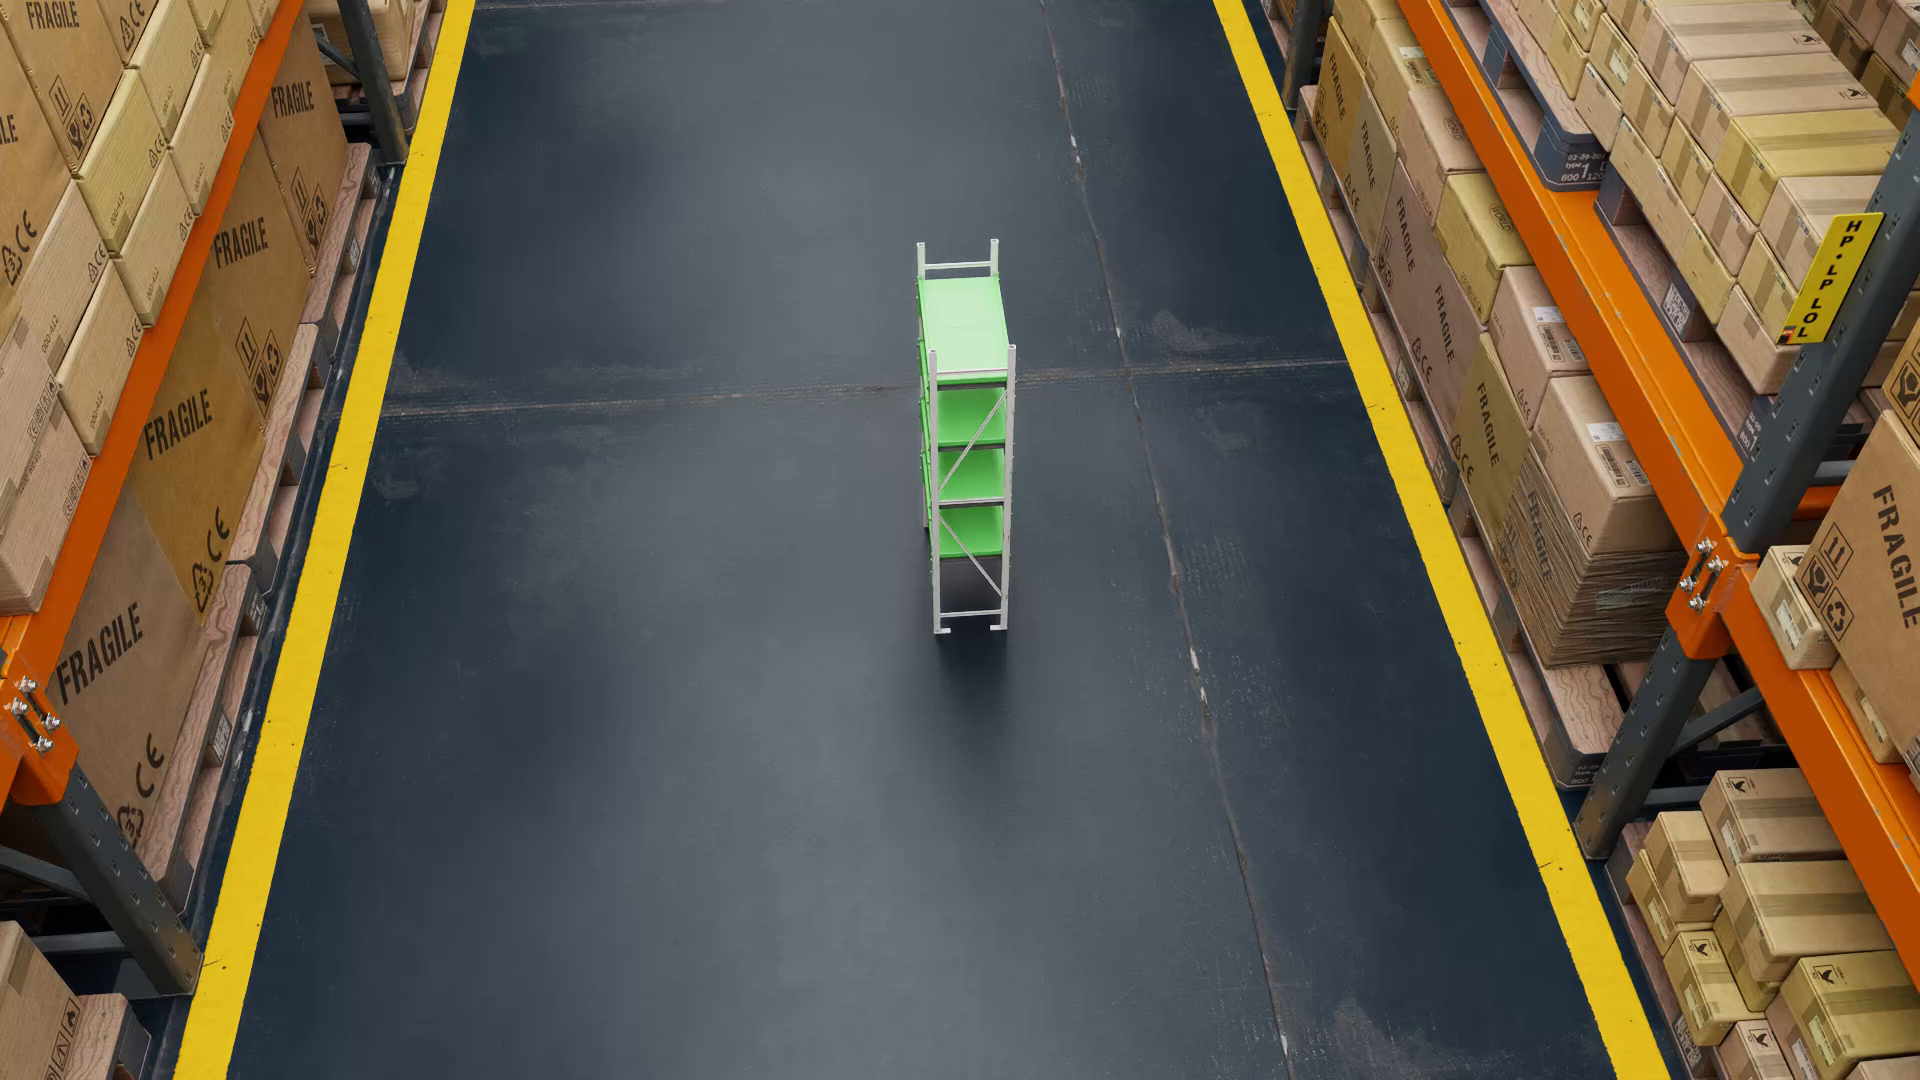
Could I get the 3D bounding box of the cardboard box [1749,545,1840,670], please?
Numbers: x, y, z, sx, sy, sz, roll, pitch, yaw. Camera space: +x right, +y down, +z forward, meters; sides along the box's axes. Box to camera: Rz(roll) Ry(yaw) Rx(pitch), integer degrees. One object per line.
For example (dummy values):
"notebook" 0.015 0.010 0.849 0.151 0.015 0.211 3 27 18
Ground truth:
"cardboard box" 2.019 0.145 3.720 0.380 0.149 0.250 -2 47 -2

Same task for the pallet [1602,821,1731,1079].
"pallet" 2.413 1.276 4.396 1.003 0.211 1.213 -3 47 -3

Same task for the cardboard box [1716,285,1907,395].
"cardboard box" 2.091 -0.500 4.041 0.380 0.149 0.250 -4 47 -4

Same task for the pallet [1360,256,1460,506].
"pallet" 2.149 -0.656 6.226 1.003 0.211 1.213 -3 47 -3

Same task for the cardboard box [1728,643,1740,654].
"cardboard box" 2.524 -0.002 5.119 0.500 0.500 0.500 -2 47 -2

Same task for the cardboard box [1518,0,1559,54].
"cardboard box" 1.956 -1.635 5.116 0.380 0.149 0.250 -5 47 -5

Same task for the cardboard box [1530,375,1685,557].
"cardboard box" 2.007 -0.233 4.820 0.500 0.250 0.500 -5 47 -4

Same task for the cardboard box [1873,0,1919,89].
"cardboard box" 2.680 -1.310 4.399 0.380 0.149 0.250 -4 47 -4

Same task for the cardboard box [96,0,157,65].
"cardboard box" -2.513 -1.610 4.451 0.500 0.500 0.500 -4 47 -4

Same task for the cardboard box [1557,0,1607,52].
"cardboard box" 1.977 -1.556 4.837 0.380 0.149 0.250 -3 47 -3

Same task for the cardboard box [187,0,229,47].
"cardboard box" -2.534 -1.732 5.083 0.500 0.250 0.500 -5 47 -4

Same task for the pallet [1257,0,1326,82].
"pallet" 1.995 -2.677 8.140 1.003 0.211 1.213 -3 47 -3

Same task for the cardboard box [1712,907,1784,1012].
"cardboard box" 2.143 1.026 4.181 0.380 0.149 0.250 -3 47 -3

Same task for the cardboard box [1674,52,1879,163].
"cardboard box" 2.050 -1.089 4.190 0.380 0.149 0.250 -5 47 -5

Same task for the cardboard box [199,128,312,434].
"cardboard box" -2.892 -0.950 5.758 0.875 0.875 0.875 -3 47 -3

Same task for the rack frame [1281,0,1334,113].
"rack frame" 1.986 -3.061 6.583 1.000 3.000 0.127 -3 47 -3

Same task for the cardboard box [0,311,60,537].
"cardboard box" -2.359 -0.248 3.678 0.500 0.250 0.500 -5 47 -4

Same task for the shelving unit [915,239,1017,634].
"shelving unit" 0.014 -0.293 5.201 0.258 1.200 0.503 -3 47 -3

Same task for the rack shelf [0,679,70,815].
"rack shelf" -2.436 1.902 2.378 1.077 0.370 4.000 -3 47 -3

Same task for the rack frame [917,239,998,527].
"rack frame" -0.007 -0.469 5.368 0.240 1.200 0.015 -3 47 -3

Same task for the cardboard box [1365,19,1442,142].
"cardboard box" 1.845 -1.723 6.232 0.500 0.250 0.500 -4 47 -4

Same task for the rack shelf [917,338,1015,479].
"rack shelf" 0.014 -0.414 5.073 0.258 0.148 0.480 -3 47 -3

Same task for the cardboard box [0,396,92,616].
"cardboard box" -2.377 -0.075 3.859 0.500 0.250 0.500 -4 47 -4

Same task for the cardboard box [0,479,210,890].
"cardboard box" -2.735 0.350 4.527 0.875 0.875 0.875 -2 47 -2

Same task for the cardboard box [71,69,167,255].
"cardboard box" -2.446 -0.991 4.381 0.500 0.250 0.500 -3 47 -3

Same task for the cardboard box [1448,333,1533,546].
"cardboard box" 1.966 -0.343 5.441 0.500 0.500 0.500 -4 47 -4

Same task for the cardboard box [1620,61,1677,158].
"cardboard box" 2.023 -1.171 4.472 0.380 0.149 0.250 -5 47 -5

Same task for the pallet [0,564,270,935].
"pallet" -2.743 0.613 5.024 1.003 0.211 1.213 -3 47 -3

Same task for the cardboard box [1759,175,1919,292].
"cardboard box" 2.093 -0.708 3.828 0.380 0.149 0.250 -2 47 -1

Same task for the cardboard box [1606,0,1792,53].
"cardboard box" 2.011 -1.457 4.538 0.380 0.149 0.250 -5 47 -5

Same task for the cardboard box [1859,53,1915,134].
"cardboard box" 2.678 -1.202 4.501 0.380 0.149 0.250 -5 47 -5

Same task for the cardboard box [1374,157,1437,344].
"cardboard box" 1.885 -1.084 6.143 0.500 0.500 0.500 -5 47 -4

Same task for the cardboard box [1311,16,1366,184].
"cardboard box" 1.791 -1.818 6.838 0.500 0.500 0.500 -5 47 -5

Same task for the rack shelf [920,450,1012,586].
"rack shelf" 0.014 -0.084 5.422 0.258 0.148 0.480 -3 47 -3

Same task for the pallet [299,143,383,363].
"pallet" -2.947 -1.153 6.696 1.003 0.211 1.213 -3 47 -3

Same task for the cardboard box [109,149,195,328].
"cardboard box" -2.449 -0.821 4.565 0.500 0.250 0.500 -4 47 -4

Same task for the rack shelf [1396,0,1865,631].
"rack shelf" 2.154 -1.366 5.473 1.077 0.370 4.000 -3 47 -3

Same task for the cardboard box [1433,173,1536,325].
"cardboard box" 1.919 -0.987 5.535 0.500 0.250 0.500 -5 47 -5

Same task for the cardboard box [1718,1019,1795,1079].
"cardboard box" 2.126 1.322 4.107 0.380 0.149 0.250 -4 47 -3

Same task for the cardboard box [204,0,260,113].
"cardboard box" -2.552 -1.551 5.256 0.500 0.250 0.500 -4 47 -4

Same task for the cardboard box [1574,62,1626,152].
"cardboard box" 2.000 -1.251 4.752 0.380 0.149 0.250 -5 47 -5

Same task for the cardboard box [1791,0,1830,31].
"cardboard box" 2.632 -1.589 4.868 0.380 0.149 0.250 -4 47 -4

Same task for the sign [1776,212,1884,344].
"sign" 1.768 -0.528 3.387 0.100 0.325 0.005 -3 47 -3

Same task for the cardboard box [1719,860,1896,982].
"cardboard box" 2.108 0.929 4.068 0.380 0.149 0.250 -1 47 -1

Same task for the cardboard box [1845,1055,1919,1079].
"cardboard box" 2.222 1.297 3.720 0.380 0.149 0.250 -5 47 -4

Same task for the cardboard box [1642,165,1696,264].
"cardboard box" 2.049 -0.868 4.390 0.380 0.149 0.250 -4 47 -3

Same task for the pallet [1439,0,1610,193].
"pallet" 2.193 -1.565 5.298 1.003 0.211 1.213 -3 47 -3

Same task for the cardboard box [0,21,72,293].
"cardboard box" -2.424 -0.873 3.753 0.500 0.500 0.500 -4 47 -4

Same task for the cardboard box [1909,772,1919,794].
"cardboard box" 2.189 0.517 3.368 0.380 0.149 0.250 -5 47 -5

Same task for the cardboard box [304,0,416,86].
"cardboard box" -2.975 -2.337 7.418 0.950 0.372 0.625 -6 47 -6

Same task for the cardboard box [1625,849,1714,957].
"cardboard box" 2.032 0.952 4.456 0.380 0.149 0.250 -5 47 -5

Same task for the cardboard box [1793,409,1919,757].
"cardboard box" 2.112 0.070 3.344 0.500 0.500 0.500 -4 47 -4

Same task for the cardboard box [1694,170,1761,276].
"cardboard box" 2.068 -0.793 4.114 0.380 0.149 0.250 -3 47 -3

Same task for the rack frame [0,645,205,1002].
"rack frame" -2.603 0.207 3.488 1.000 3.000 0.127 -3 47 -3
